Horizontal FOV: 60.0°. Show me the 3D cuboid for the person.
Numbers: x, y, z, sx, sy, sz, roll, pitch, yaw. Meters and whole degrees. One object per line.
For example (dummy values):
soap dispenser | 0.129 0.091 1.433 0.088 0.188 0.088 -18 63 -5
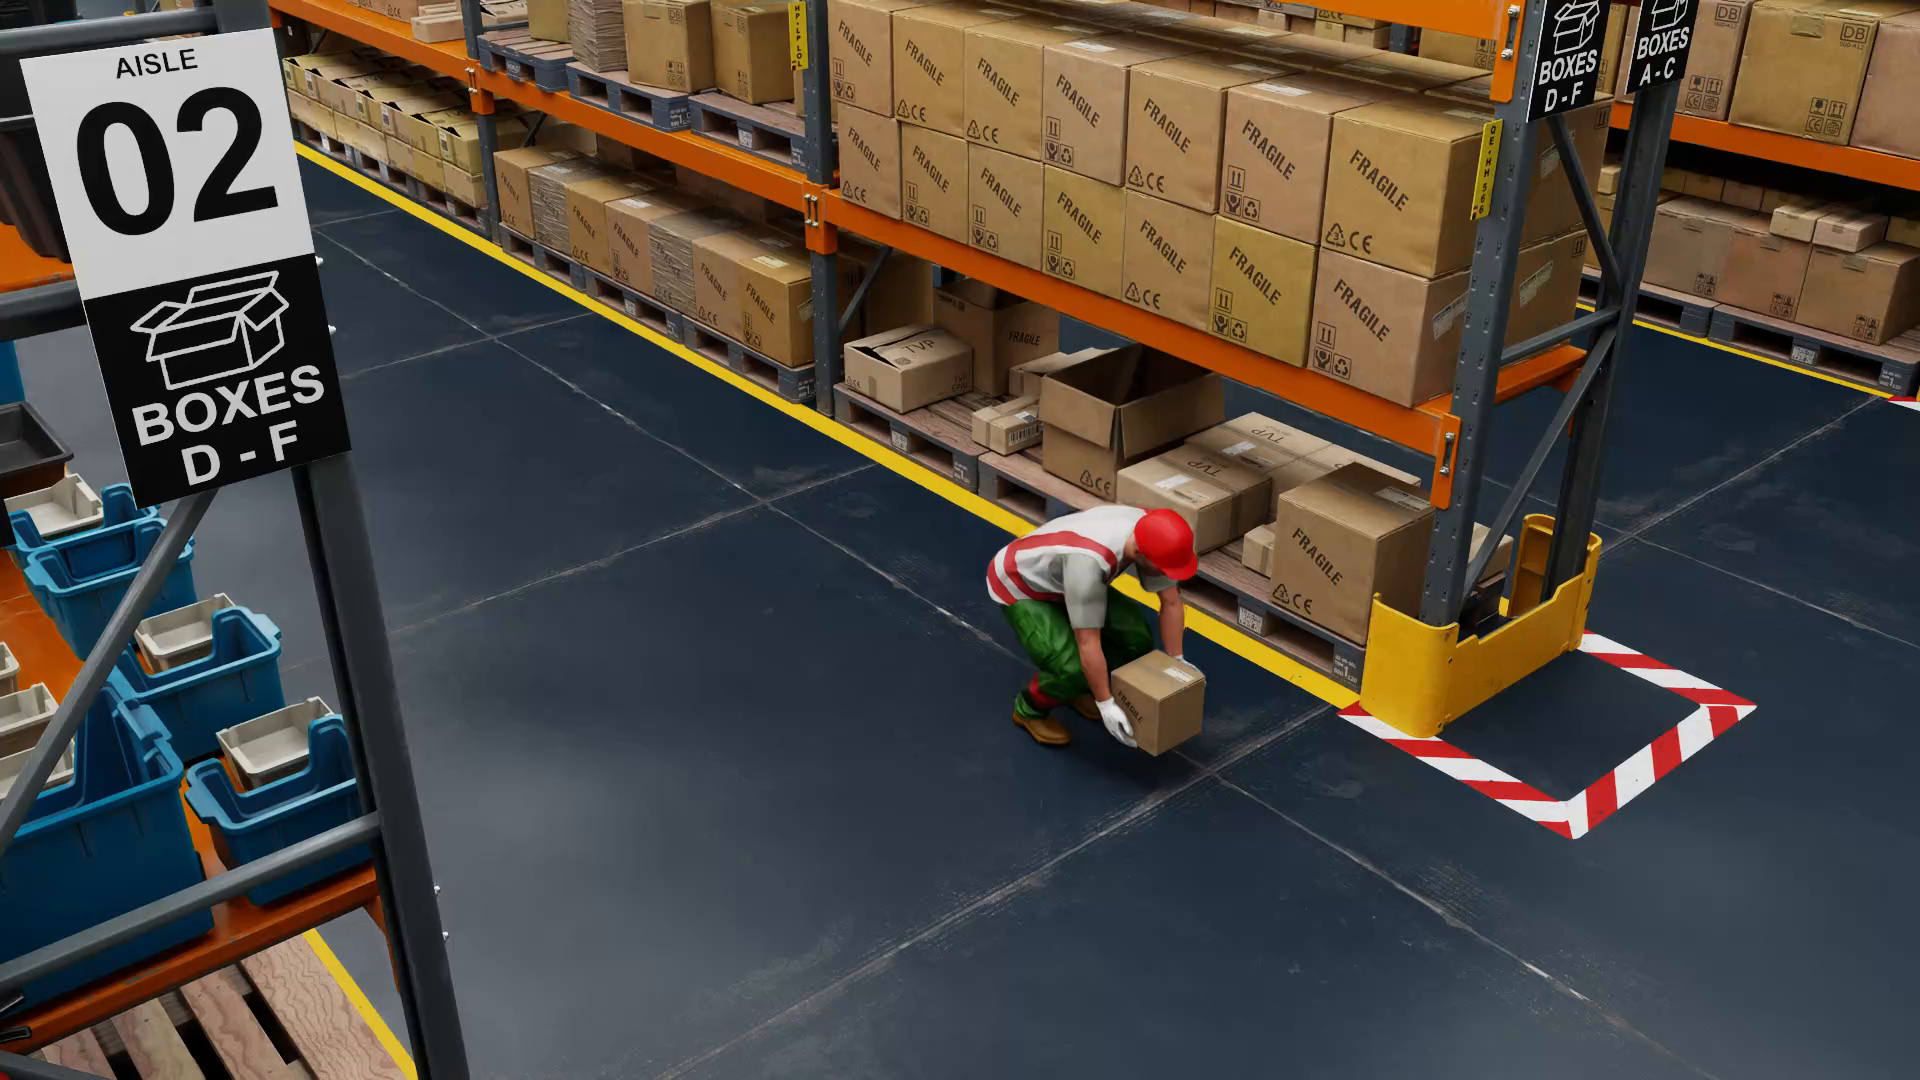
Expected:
person | 0.511 0.270 6.354 0.578 1.073 0.863 -22 35 -35
